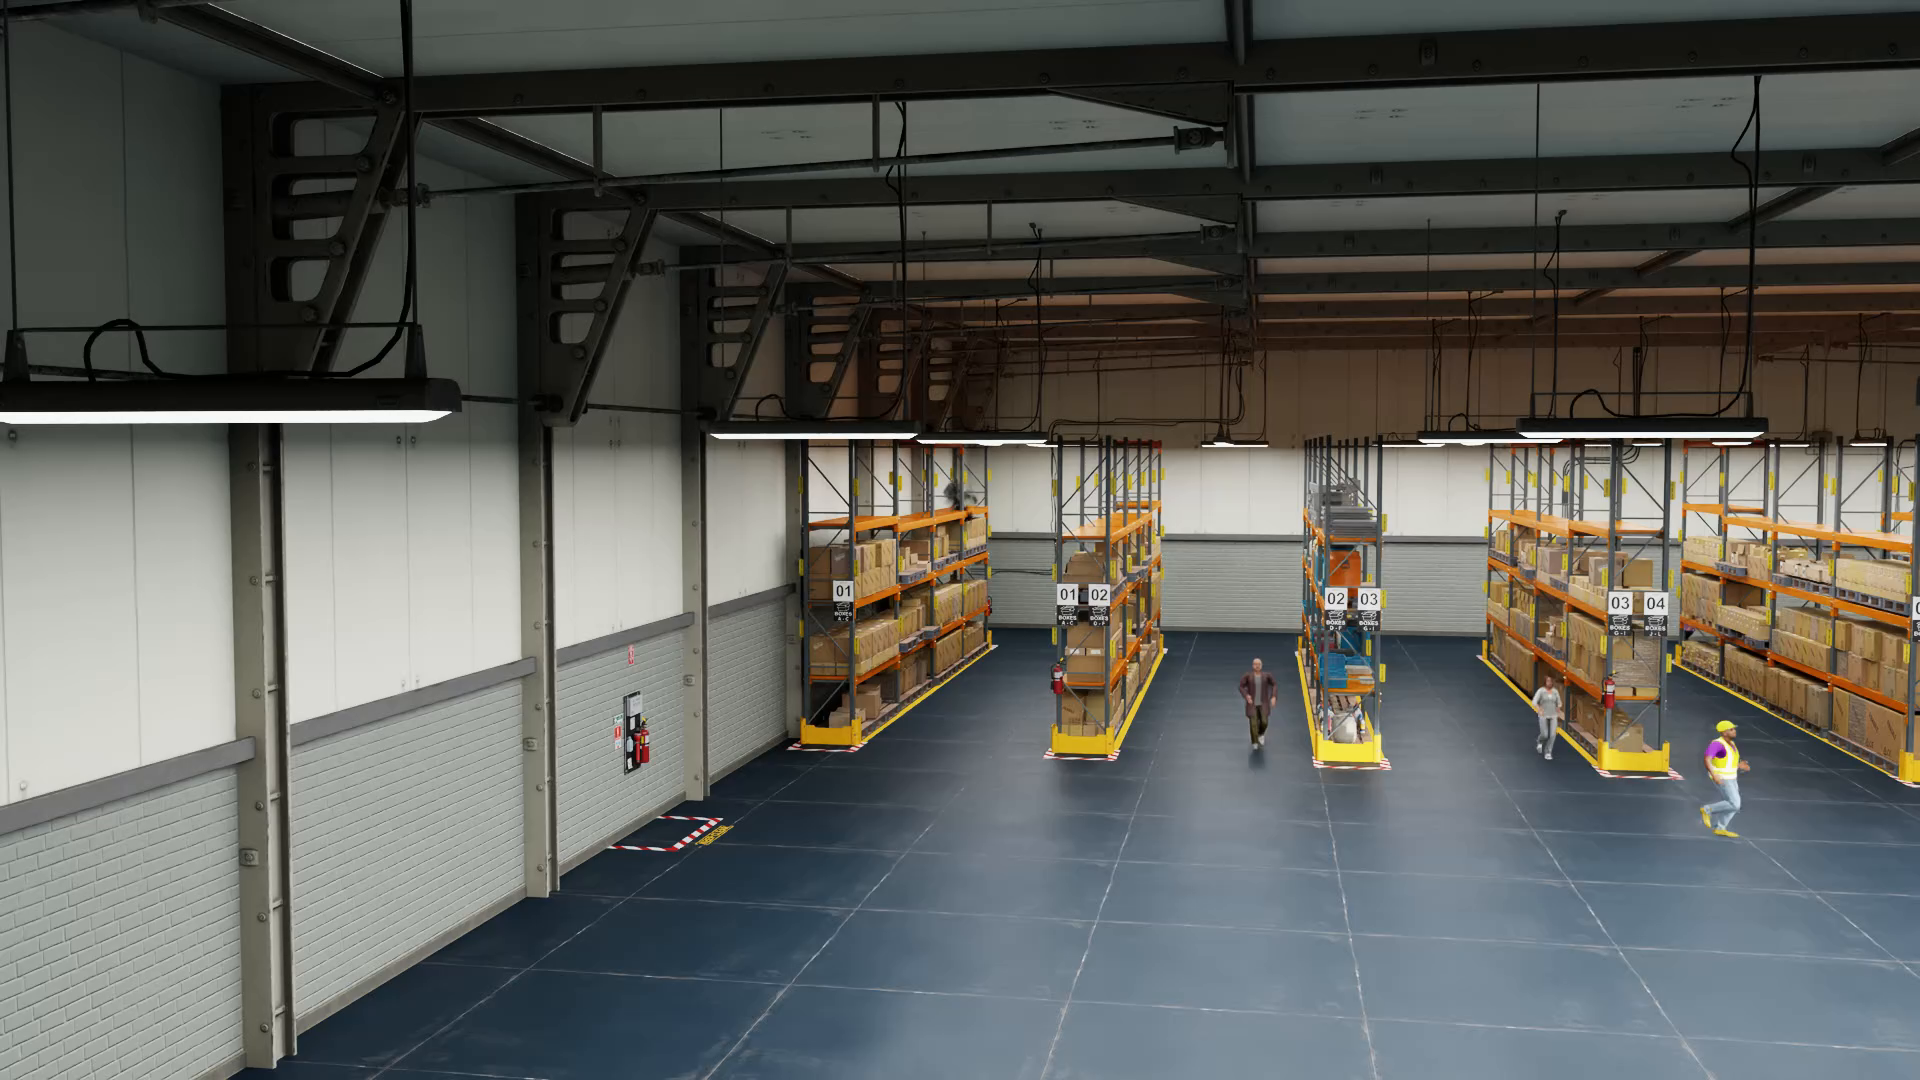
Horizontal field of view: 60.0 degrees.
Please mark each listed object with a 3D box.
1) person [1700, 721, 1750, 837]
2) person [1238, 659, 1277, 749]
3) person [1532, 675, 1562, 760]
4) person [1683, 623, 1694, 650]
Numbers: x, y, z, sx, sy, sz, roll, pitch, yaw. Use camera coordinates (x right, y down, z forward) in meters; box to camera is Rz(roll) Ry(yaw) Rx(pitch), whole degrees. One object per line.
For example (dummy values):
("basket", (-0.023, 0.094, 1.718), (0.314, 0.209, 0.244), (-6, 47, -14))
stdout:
("person", (11.345, 3.534, 24.658), (0.596, 1.712, 0.704), (3, 4, 44))
("person", (5.687, 3.131, 31.778), (0.748, 1.733, 0.657), (0, 3, 4))
("person", (10.886, 3.280, 30.789), (0.536, 1.550, 0.561), (0, 3, 4))
("person", (20.038, 2.492, 45.626), (0.660, 1.584, 0.571), (-1, 3, -11))
